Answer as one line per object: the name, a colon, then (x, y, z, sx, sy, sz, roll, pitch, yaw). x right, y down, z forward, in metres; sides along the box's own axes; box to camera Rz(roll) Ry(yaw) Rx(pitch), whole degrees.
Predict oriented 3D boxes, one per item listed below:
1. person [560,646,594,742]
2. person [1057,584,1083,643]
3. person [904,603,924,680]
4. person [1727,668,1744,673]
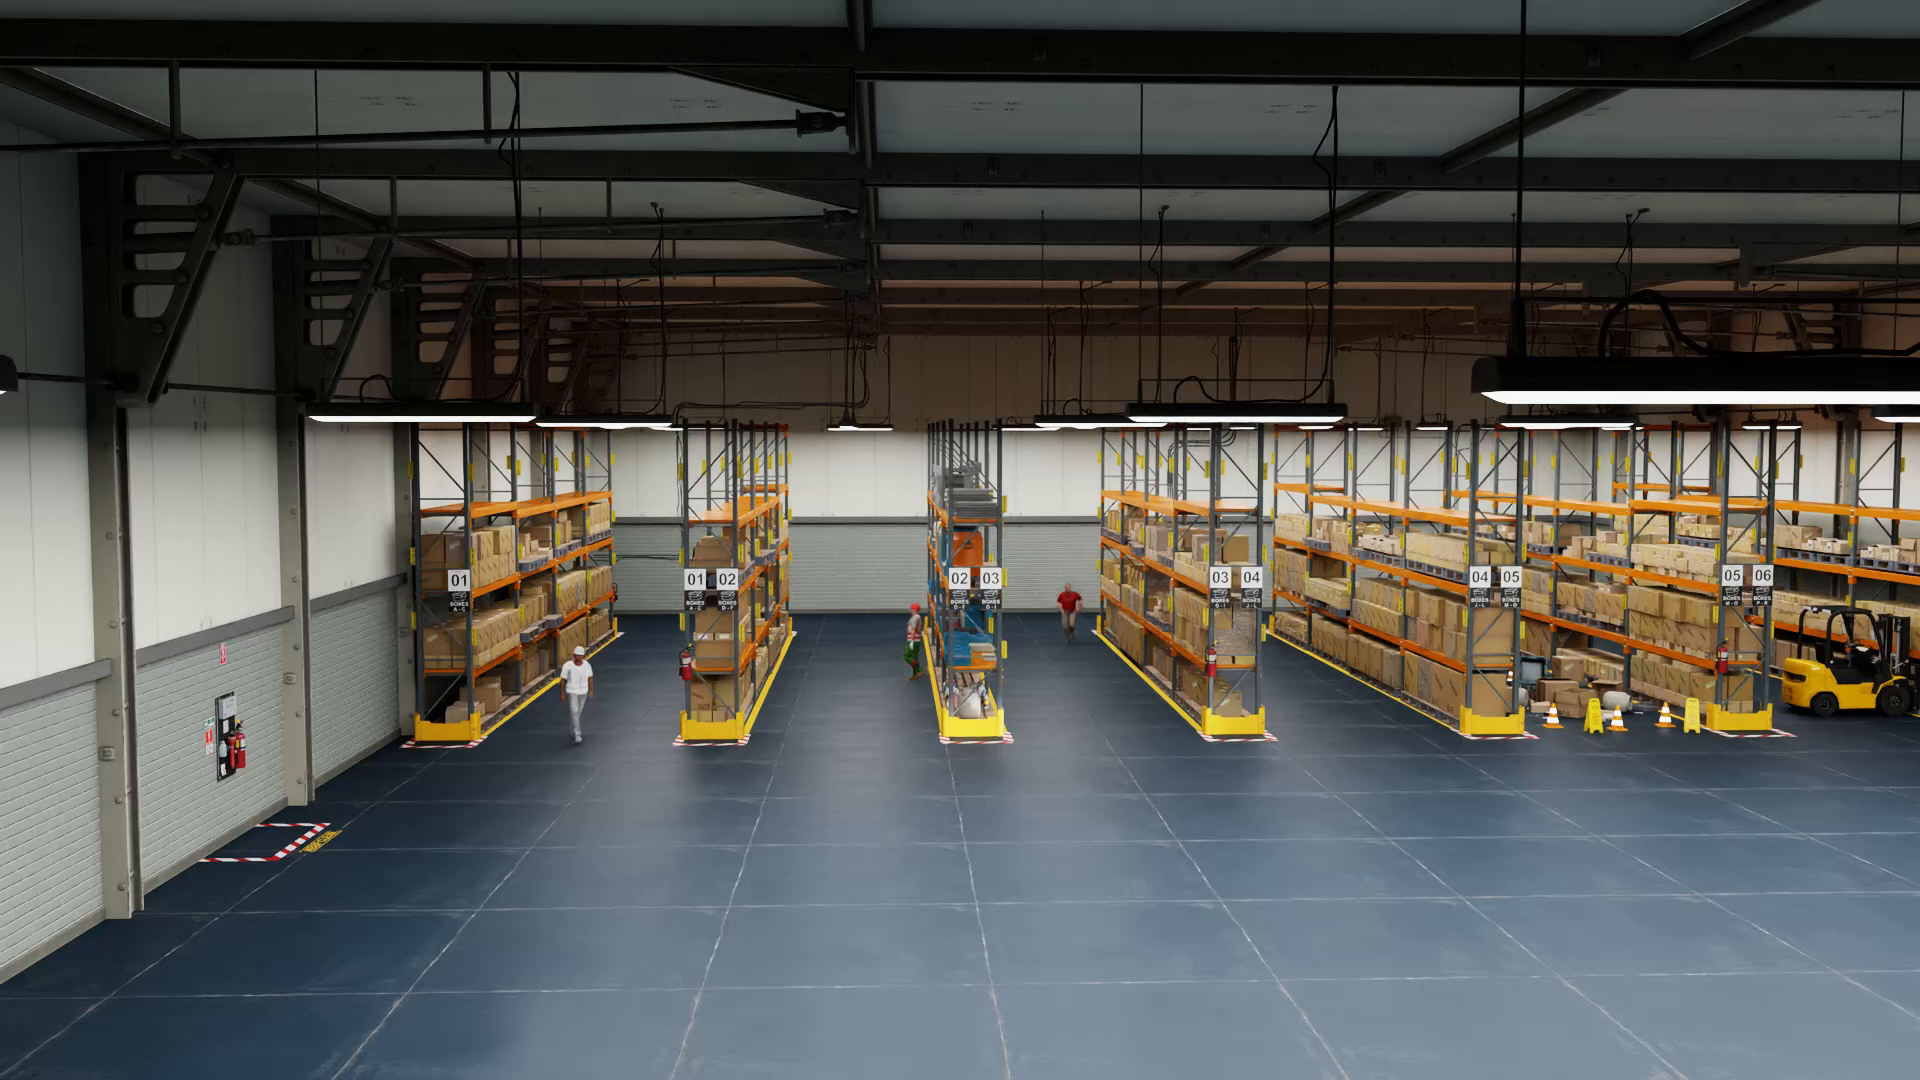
person: (-7.129, 2.844, 31.070, 0.593, 1.718, 0.951, -3, 5, -42)
person: (2.999, 2.002, 45.395, 0.710, 1.640, 0.727, 0, 4, 7)
person: (-1.018, 2.357, 38.507, 0.487, 1.778, 0.588, 1, 4, 17)
person: (16.790, 2.589, 36.073, 0.567, 1.654, 0.769, 0, 4, -6)
